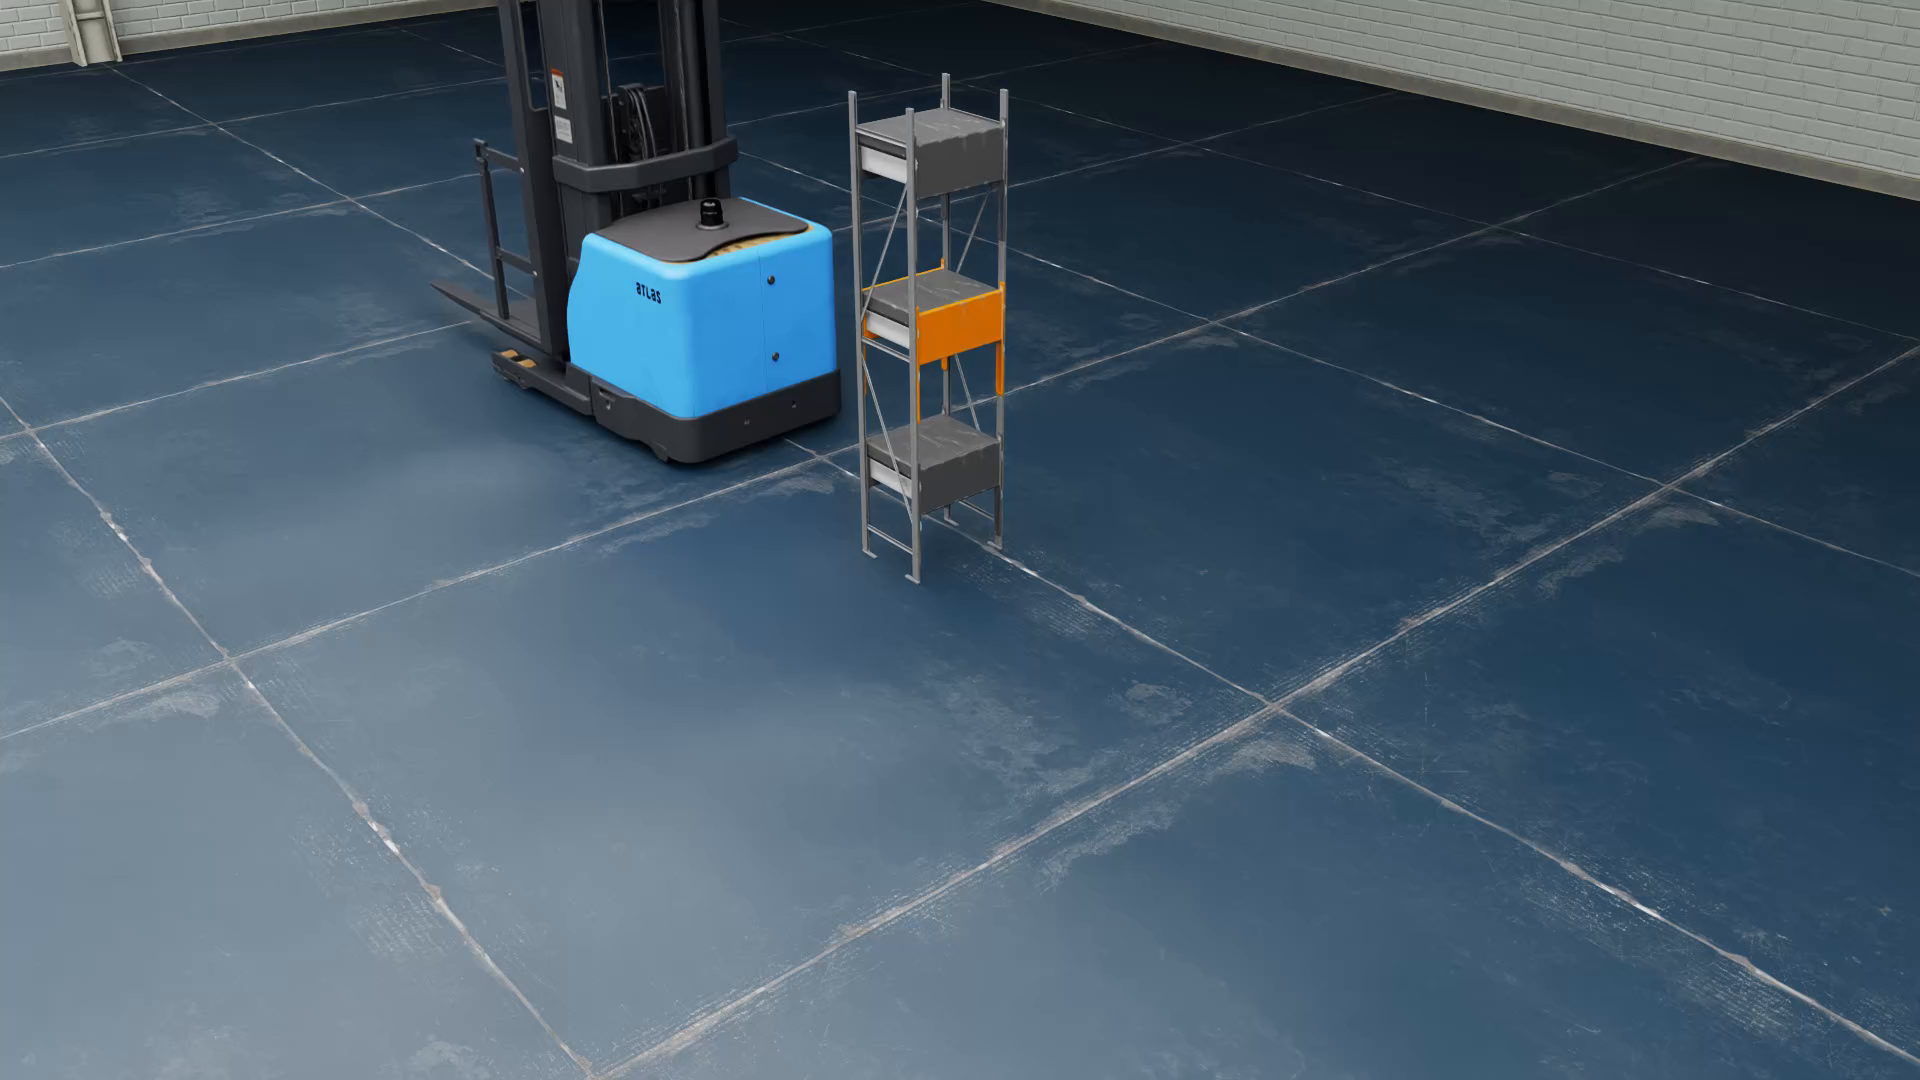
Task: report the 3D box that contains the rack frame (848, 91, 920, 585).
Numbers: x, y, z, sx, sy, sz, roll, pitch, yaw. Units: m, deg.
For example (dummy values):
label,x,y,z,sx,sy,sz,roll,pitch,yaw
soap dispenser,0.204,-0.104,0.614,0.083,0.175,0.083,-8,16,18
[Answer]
label,x,y,z,sx,sy,sz,roll,pitch,yaw
rack frame,-0.312,-0.801,7.021,0.015,2.100,0.400,-22,35,-35

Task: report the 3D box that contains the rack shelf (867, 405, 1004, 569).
label,x,y,z,sx,sy,sz,roll,pitch,yaw
rack shelf,-0.126,-0.246,7.497,0.480,0.518,0.431,-22,35,-35

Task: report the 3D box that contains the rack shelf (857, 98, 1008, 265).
label,x,y,z,sx,sy,sz,roll,pitch,yaw
rack shelf,-0.126,-1.481,6.837,0.480,0.518,0.431,-22,35,-35

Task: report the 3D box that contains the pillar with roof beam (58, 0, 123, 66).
label,x,y,z,sx,sy,sz,roll,pitch,yaw
pillar with roof beam,-5.920,-7.266,11.800,0.400,9.000,9.100,-22,35,-35

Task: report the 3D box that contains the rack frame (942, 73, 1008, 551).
label,x,y,z,sx,sy,sz,roll,pitch,yaw
rack frame,0.060,-0.950,7.300,0.015,2.100,0.400,-22,35,-35

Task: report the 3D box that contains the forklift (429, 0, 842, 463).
label,x,y,z,sx,sy,sz,roll,pitch,yaw
forklift,-2.007,-2.283,8.912,1.130,2.935,3.031,-24,36,-37

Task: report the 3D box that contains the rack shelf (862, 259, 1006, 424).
label,x,y,z,sx,sy,sz,roll,pitch,yaw
rack shelf,-0.126,-0.863,7.167,0.480,0.518,0.431,-22,35,-35

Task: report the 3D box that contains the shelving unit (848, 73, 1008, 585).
label,x,y,z,sx,sy,sz,roll,pitch,yaw
shelving unit,-0.126,-0.875,7.160,0.503,2.100,0.431,-22,35,-35
